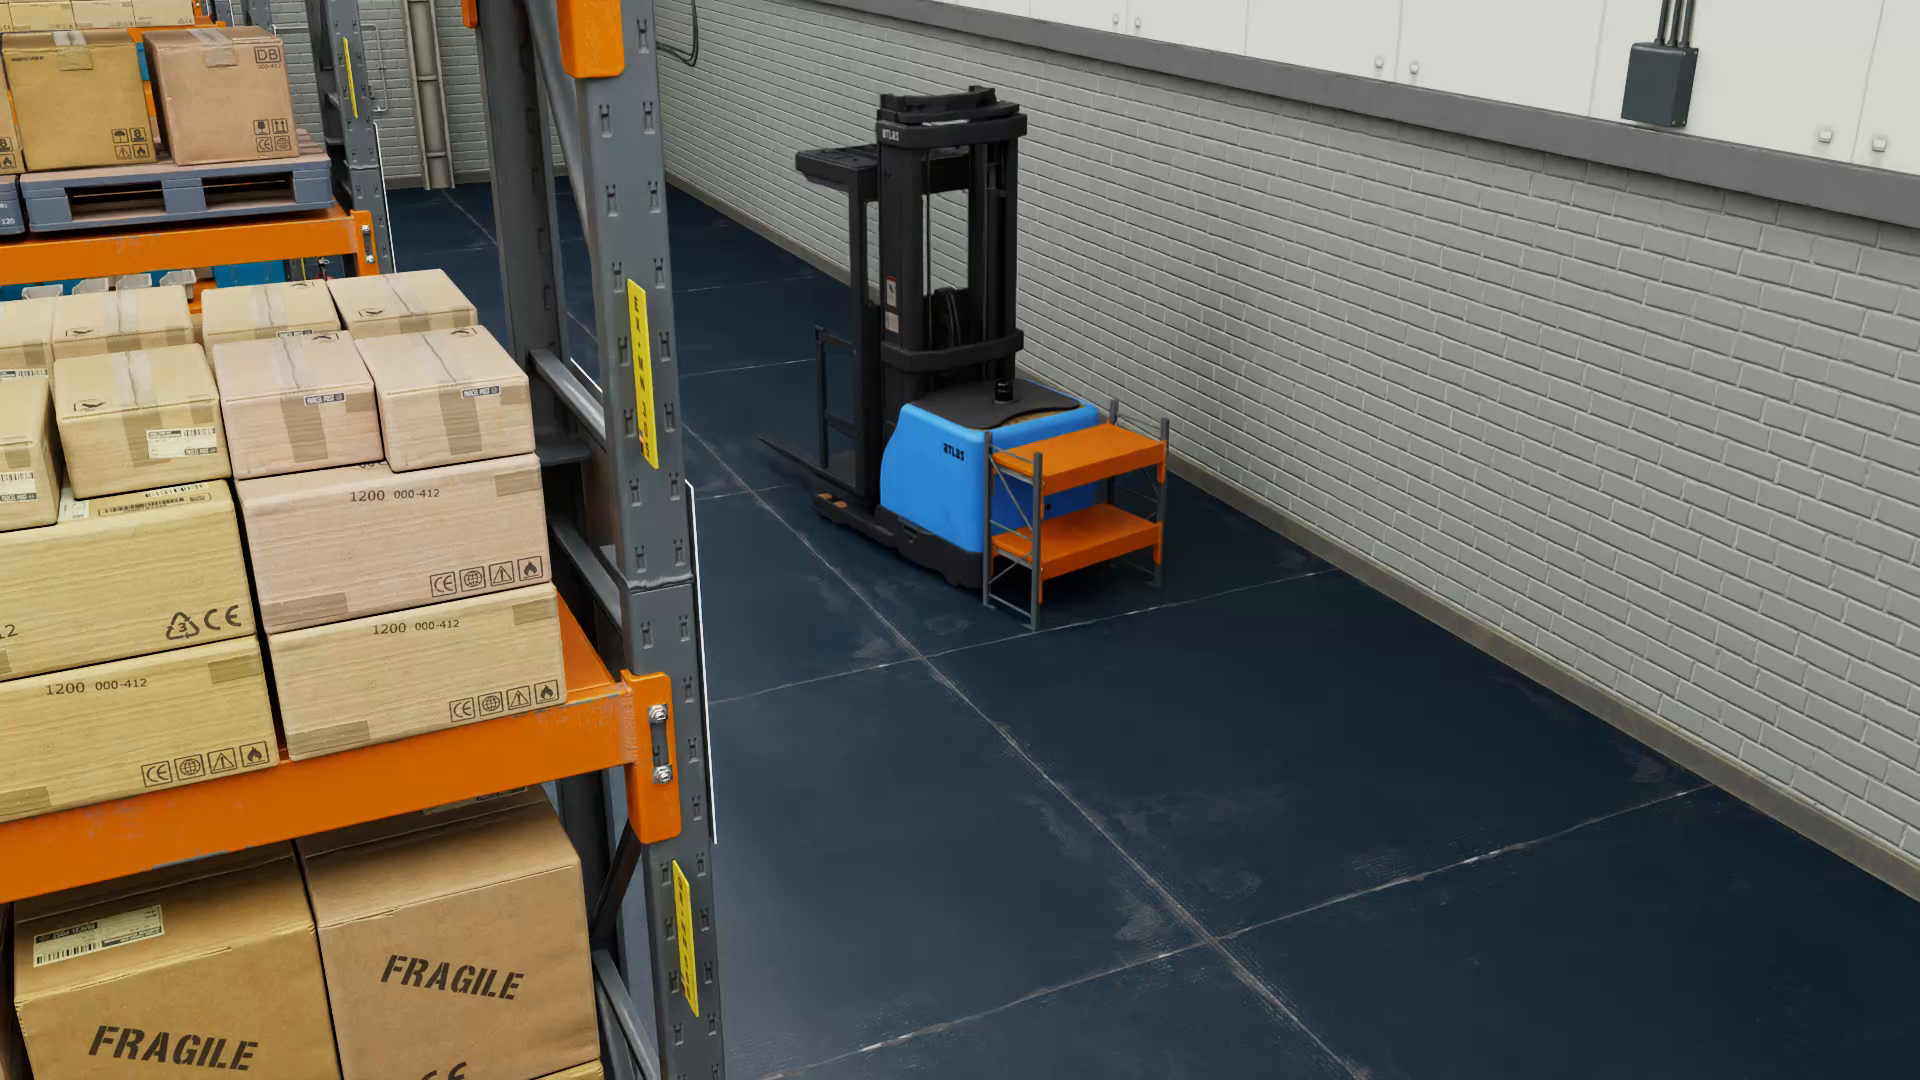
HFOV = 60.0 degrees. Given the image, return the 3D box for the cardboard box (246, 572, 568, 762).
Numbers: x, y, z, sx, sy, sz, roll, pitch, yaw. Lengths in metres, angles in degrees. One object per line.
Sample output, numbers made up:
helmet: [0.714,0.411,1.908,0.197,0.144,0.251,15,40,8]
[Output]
cardboard box: [-1.082,0.157,3.223,0.500,0.250,0.500,-11,25,-25]

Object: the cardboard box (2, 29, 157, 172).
cardboard box: [-3.851,-1.935,7.270,0.500,0.500,0.700,-11,25,-26]

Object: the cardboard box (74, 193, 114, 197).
cardboard box: [-8.343,-3.544,15.758,0.500,0.500,0.500,-10,25,-23]

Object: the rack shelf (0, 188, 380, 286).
rack shelf: [-4.649,-1.141,7.103,4.000,0.370,1.077,-10,25,-24]

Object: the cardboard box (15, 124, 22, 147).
cardboard box: [-8.804,-3.917,15.352,0.500,0.500,0.500,-10,24,-22]

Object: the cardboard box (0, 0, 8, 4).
cardboard box: [-8.842,-4.958,14.927,0.500,0.250,0.500,-10,25,-24]

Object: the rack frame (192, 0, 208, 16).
rack frame: [-9.292,-5.540,20.713,0.127,3.000,1.000,-10,25,-24]

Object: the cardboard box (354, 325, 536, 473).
cardboard box: [-0.959,-0.269,3.076,0.250,0.149,0.380,-11,25,-24]

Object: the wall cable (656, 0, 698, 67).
wall cable: [-4.040,-7.693,22.128,0.112,2.526,3.097,-10,25,-24]

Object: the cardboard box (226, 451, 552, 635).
cardboard box: [-1.091,-0.077,3.134,0.500,0.250,0.500,-11,25,-25]

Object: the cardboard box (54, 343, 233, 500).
cardboard box: [-1.455,-0.219,2.955,0.250,0.149,0.380,-11,25,-25]

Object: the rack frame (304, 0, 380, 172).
rack frame: [-2.847,-3.191,7.193,0.127,3.000,1.000,-10,25,-24]

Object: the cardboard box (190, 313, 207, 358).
cardboard box: [-3.847,-0.764,8.001,0.500,0.500,0.500,-11,25,-25]

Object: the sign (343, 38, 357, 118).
sign: [-2.624,-1.988,7.156,0.005,0.325,0.100,-10,25,-24]

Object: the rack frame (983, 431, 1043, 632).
rack frame: [0.308,-0.050,9.900,0.032,1.125,0.500,-17,28,-35]

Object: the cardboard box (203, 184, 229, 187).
cardboard box: [-7.425,-3.712,16.165,0.500,0.500,0.500,-10,24,-22]

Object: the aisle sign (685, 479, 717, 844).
aisle sign: [-0.591,0.197,3.453,0.004,0.787,0.394,-10,25,-24]

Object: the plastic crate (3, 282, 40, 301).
plastic crate: [-6.817,-1.881,12.012,0.300,0.233,0.416,-10,25,-24]

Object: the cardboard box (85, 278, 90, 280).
cardboard box: [-8.392,-2.444,16.253,0.500,0.250,0.500,-10,25,-24]

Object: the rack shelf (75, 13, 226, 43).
rack shelf: [-8.942,-4.556,15.352,4.000,0.370,1.077,-10,25,-24]

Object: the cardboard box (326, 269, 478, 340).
cardboard box: [-1.177,-0.450,3.514,0.250,0.149,0.380,-11,25,-24]

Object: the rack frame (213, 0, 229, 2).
rack frame: [-7.140,-6.606,15.442,0.127,3.000,1.000,-10,25,-24]

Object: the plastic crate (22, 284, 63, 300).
plastic crate: [-6.418,-1.681,11.656,0.250,0.136,0.298,-10,25,-24]

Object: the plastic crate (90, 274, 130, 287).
plastic crate: [-6.296,-1.967,12.347,0.298,0.136,0.250,-10,25,-24]

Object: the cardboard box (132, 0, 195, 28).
cardboard box: [-7.488,-4.974,15.619,0.500,0.250,0.500,-10,25,-24]

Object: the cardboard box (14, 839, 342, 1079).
cardboard box: [-1.548,0.907,3.310,0.500,0.500,0.500,-11,25,-25]

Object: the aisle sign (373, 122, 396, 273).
aisle sign: [-2.652,-1.529,7.623,0.004,0.787,0.394,-10,25,-24]

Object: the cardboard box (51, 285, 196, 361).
cardboard box: [-1.691,-0.394,3.379,0.250,0.149,0.380,-10,25,-24]

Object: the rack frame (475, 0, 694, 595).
rack frame: [-0.787,-1.465,3.024,0.127,3.000,1.000,-10,25,-24]

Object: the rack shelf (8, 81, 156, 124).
rack shelf: [-6.797,-2.848,11.227,4.000,0.370,1.077,-10,25,-24]

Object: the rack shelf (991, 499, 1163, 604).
rack shelf: [0.708,0.056,10.283,1.000,0.278,0.538,-17,28,-35]

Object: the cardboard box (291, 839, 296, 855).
cardboard box: [-1.758,0.730,3.737,0.500,0.500,0.500,-10,24,-22]

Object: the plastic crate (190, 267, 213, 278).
plastic crate: [-5.685,-2.080,12.619,0.298,0.136,0.250,-10,25,-24]

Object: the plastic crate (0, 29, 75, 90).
plastic crate: [-6.491,-3.325,11.519,0.767,0.338,0.504,-10,25,-24]

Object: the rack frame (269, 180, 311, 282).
rack frame: [-4.995,-2.126,12.464,0.127,3.000,1.000,-10,25,-24]

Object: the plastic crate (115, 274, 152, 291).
plastic crate: [-5.919,-1.791,11.922,0.243,0.136,0.396,-10,25,-24]

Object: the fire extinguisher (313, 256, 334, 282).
fire extinguisher: [-4.662,-1.787,12.233,0.183,0.674,0.296,-10,25,-24]

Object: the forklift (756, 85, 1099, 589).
forklift: [-0.382,-1.554,11.172,1.130,2.935,3.031,-16,27,-33]

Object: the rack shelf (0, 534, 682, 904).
rack shelf: [-2.589,0.585,2.933,4.000,0.370,1.077,-10,25,-24]

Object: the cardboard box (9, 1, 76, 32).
cardboard box: [-8.389,-4.808,15.217,0.500,0.250,0.500,-10,25,-24]

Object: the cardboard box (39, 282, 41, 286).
cardboard box: [-9.053,-2.534,16.137,0.637,0.503,0.797,-10,25,-24]

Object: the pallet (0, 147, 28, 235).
pallet: [-4.612,-1.434,6.986,1.213,0.211,1.003,-10,25,-24]

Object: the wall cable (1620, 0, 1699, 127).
wall cable: [3.743,-4.428,5.975,0.120,5.999,2.277,-10,25,-24]

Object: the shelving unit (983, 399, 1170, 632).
shelving unit: [0.708,-0.170,10.190,1.048,1.125,0.538,-17,28,-35]

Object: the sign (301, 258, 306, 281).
sign: [-4.742,-2.015,11.982,0.005,0.325,0.100,-10,25,-24]

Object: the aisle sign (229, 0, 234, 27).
aisle sign: [-6.946,-4.941,15.865,0.004,0.787,0.394,-10,25,-24]
